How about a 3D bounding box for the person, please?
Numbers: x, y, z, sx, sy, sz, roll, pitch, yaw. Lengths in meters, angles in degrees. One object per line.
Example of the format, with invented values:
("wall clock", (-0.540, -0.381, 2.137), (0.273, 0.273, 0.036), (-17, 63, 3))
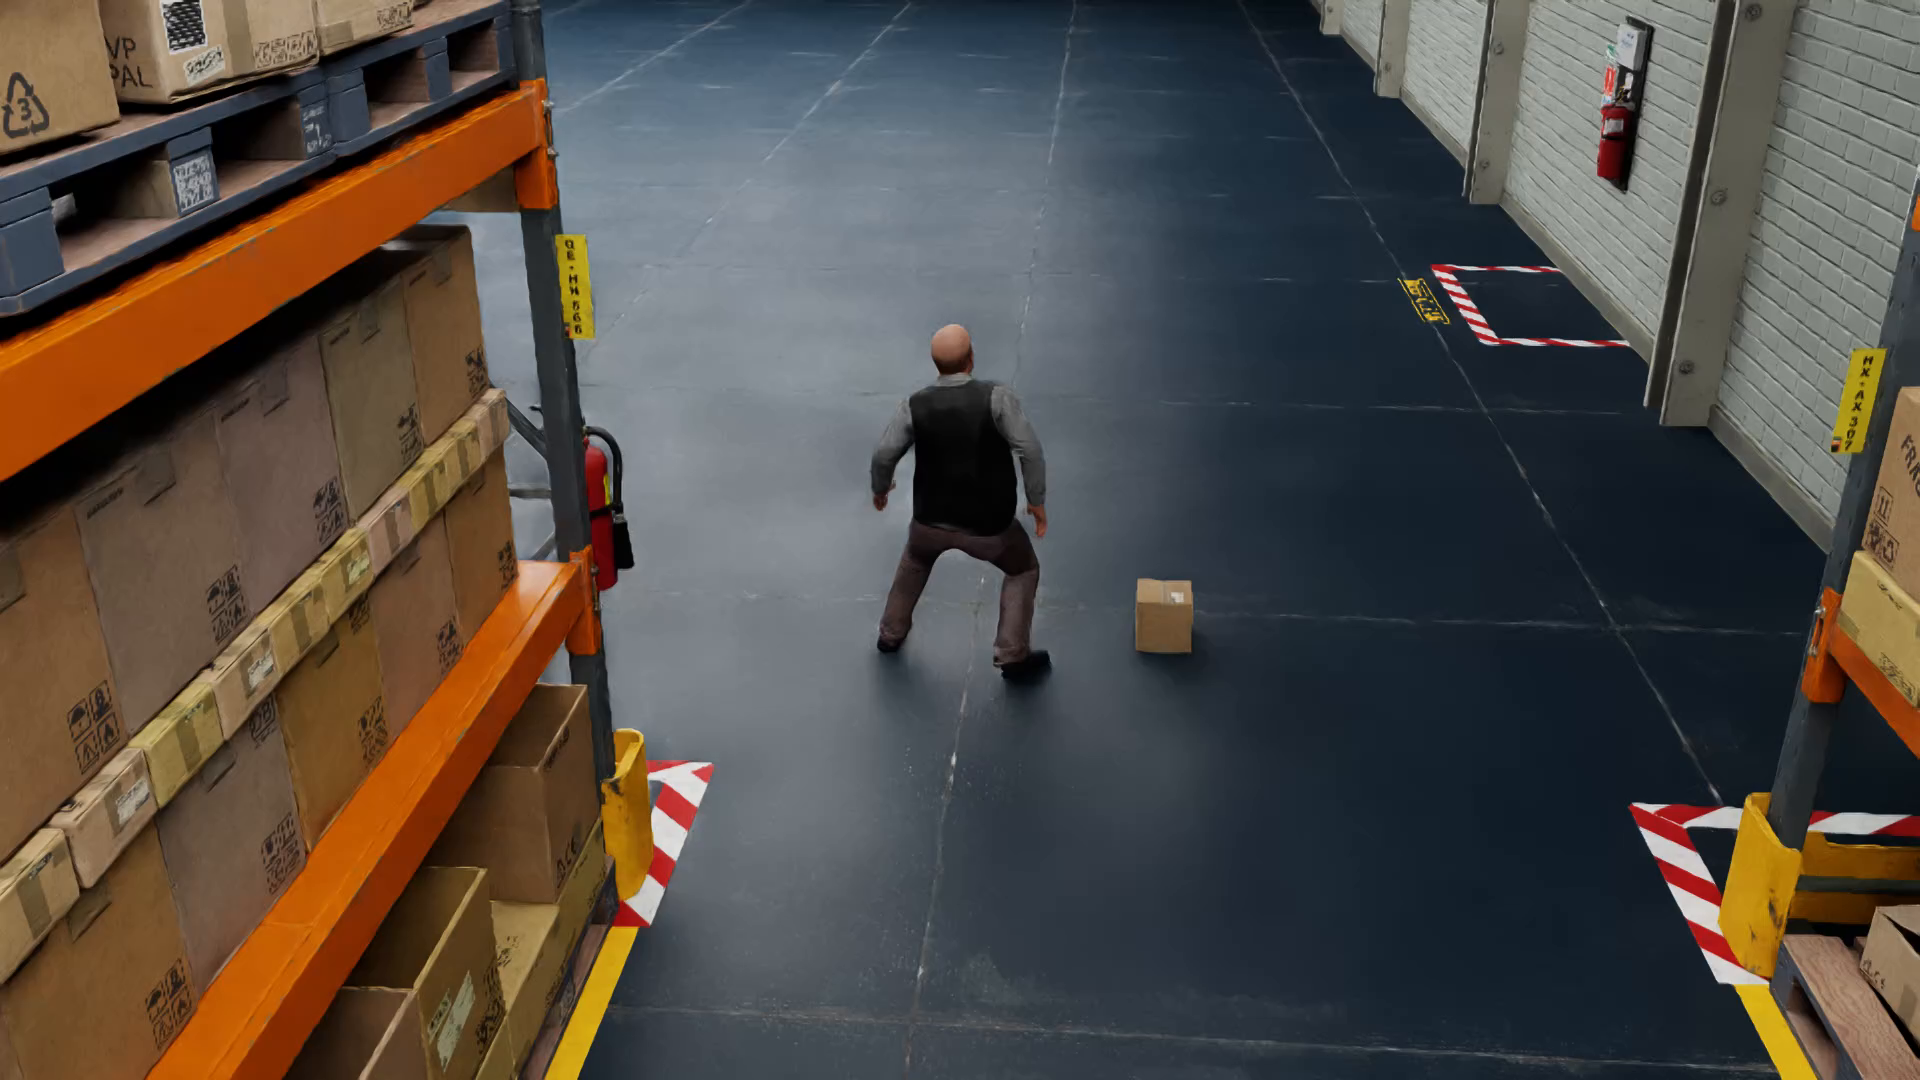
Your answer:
("person", (-0.007, -0.166, 7.190), (0.828, 1.586, 0.548), (7, 25, 14))
